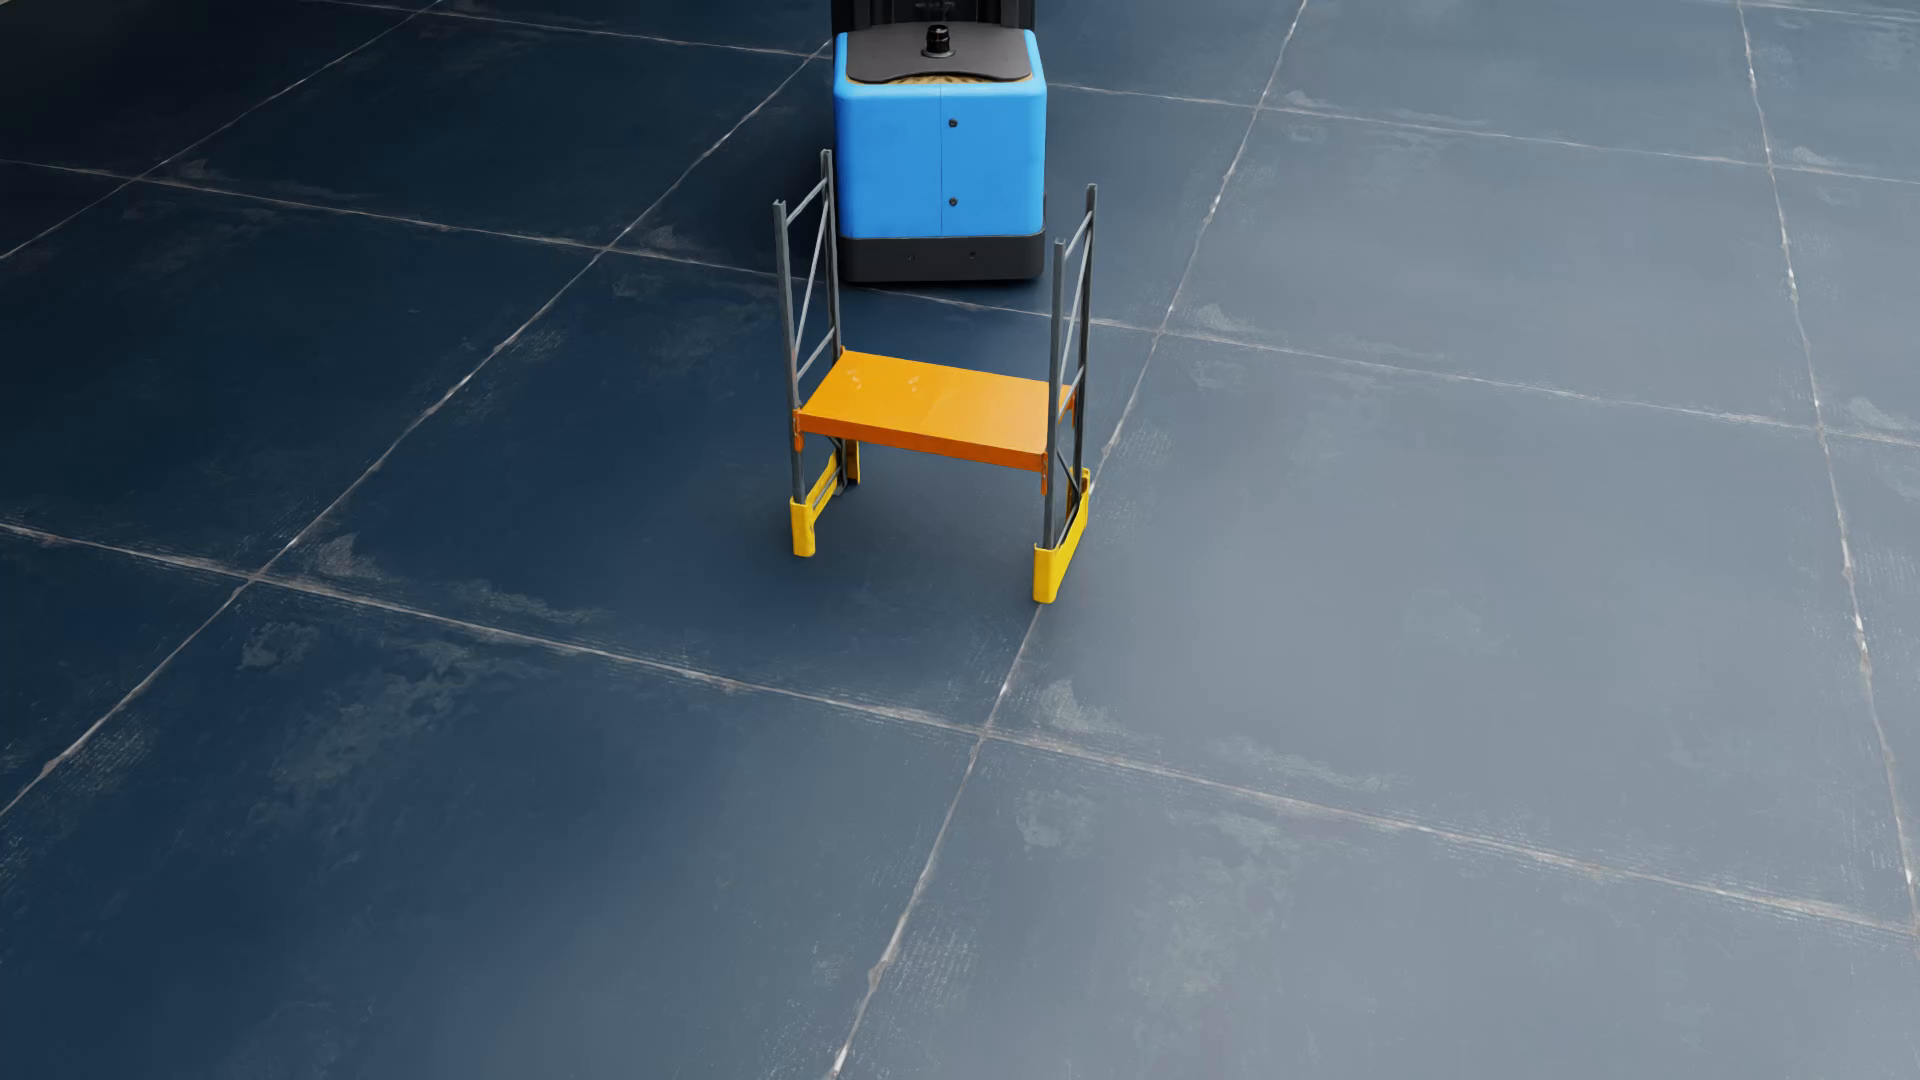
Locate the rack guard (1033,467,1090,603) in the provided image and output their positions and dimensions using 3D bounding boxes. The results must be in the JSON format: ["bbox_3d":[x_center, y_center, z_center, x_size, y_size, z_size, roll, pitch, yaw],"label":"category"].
[{"bbox_3d":[0.403,-0.026,6.575,0.087,0.250,0.587,10,38,14],"label":"rack guard"}]

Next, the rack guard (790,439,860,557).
[{"bbox_3d":[-0.548,-0.202,6.814,0.087,0.250,0.587,10,38,14],"label":"rack guard"}]

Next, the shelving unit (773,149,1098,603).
[{"bbox_3d":[-0.073,-0.618,6.324,1.083,1.500,0.587,10,38,14],"label":"shelving unit"}]

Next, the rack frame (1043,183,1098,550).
[{"bbox_3d":[0.404,-0.529,6.204,0.032,1.500,0.500,10,38,14],"label":"rack frame"}]

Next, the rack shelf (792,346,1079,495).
[{"bbox_3d":[-0.081,-0.474,6.433,1.000,0.185,0.538,10,38,14],"label":"rack shelf"}]

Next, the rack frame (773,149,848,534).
[{"bbox_3d":[-0.567,-0.709,6.448,0.032,1.500,0.500,10,38,14],"label":"rack frame"}]

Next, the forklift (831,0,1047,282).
[{"bbox_3d":[-0.154,-3.331,8.802,1.130,2.935,3.031,-1,36,-2],"label":"forklift"}]
